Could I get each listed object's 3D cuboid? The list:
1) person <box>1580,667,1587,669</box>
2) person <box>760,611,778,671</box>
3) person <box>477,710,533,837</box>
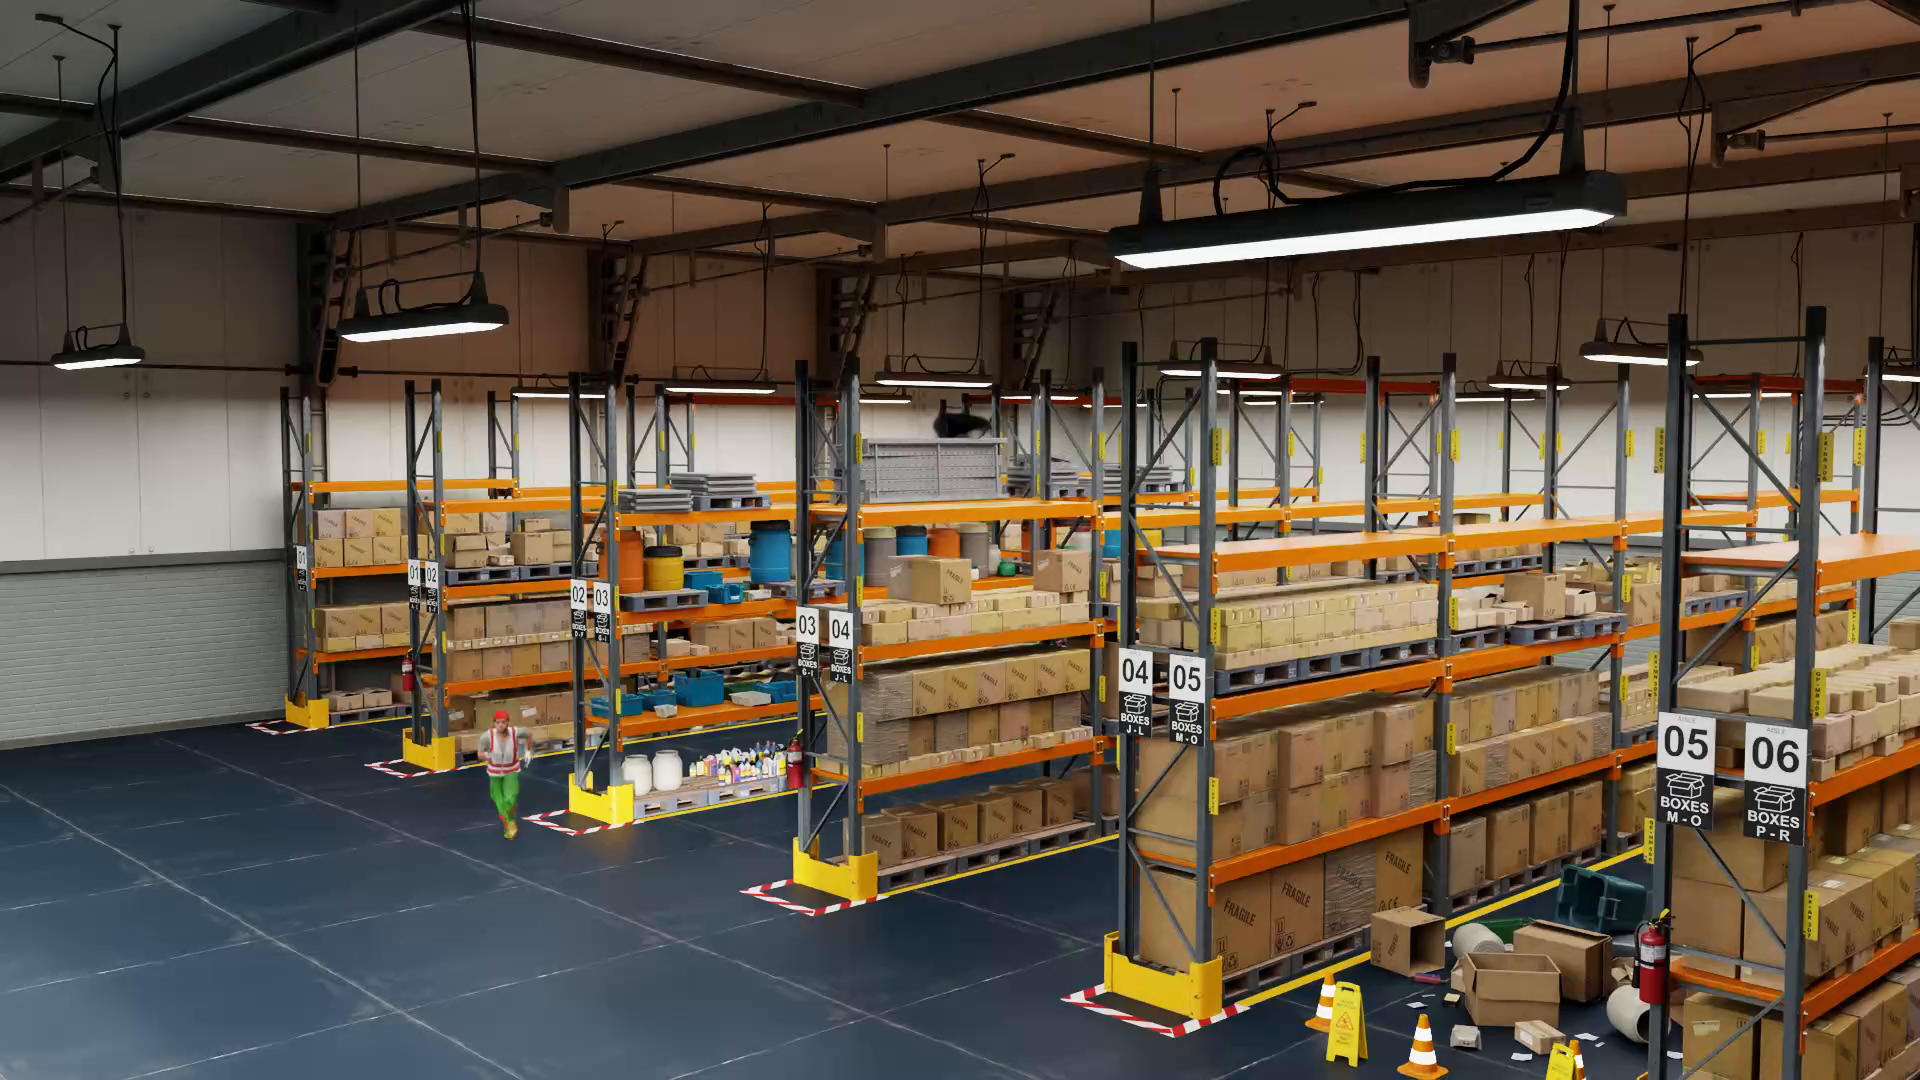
[{"bbox_3d":[10.074,2.740,26.525,0.578,1.500,0.903,4,5,44],"label":"person"},{"bbox_3d":[-3.870,2.200,33.446,0.562,1.656,0.561,-3,5,-43],"label":"person"},{"bbox_3d":[-5.720,2.954,20.898,0.642,1.698,0.863,0,4,-6],"label":"person"}]
